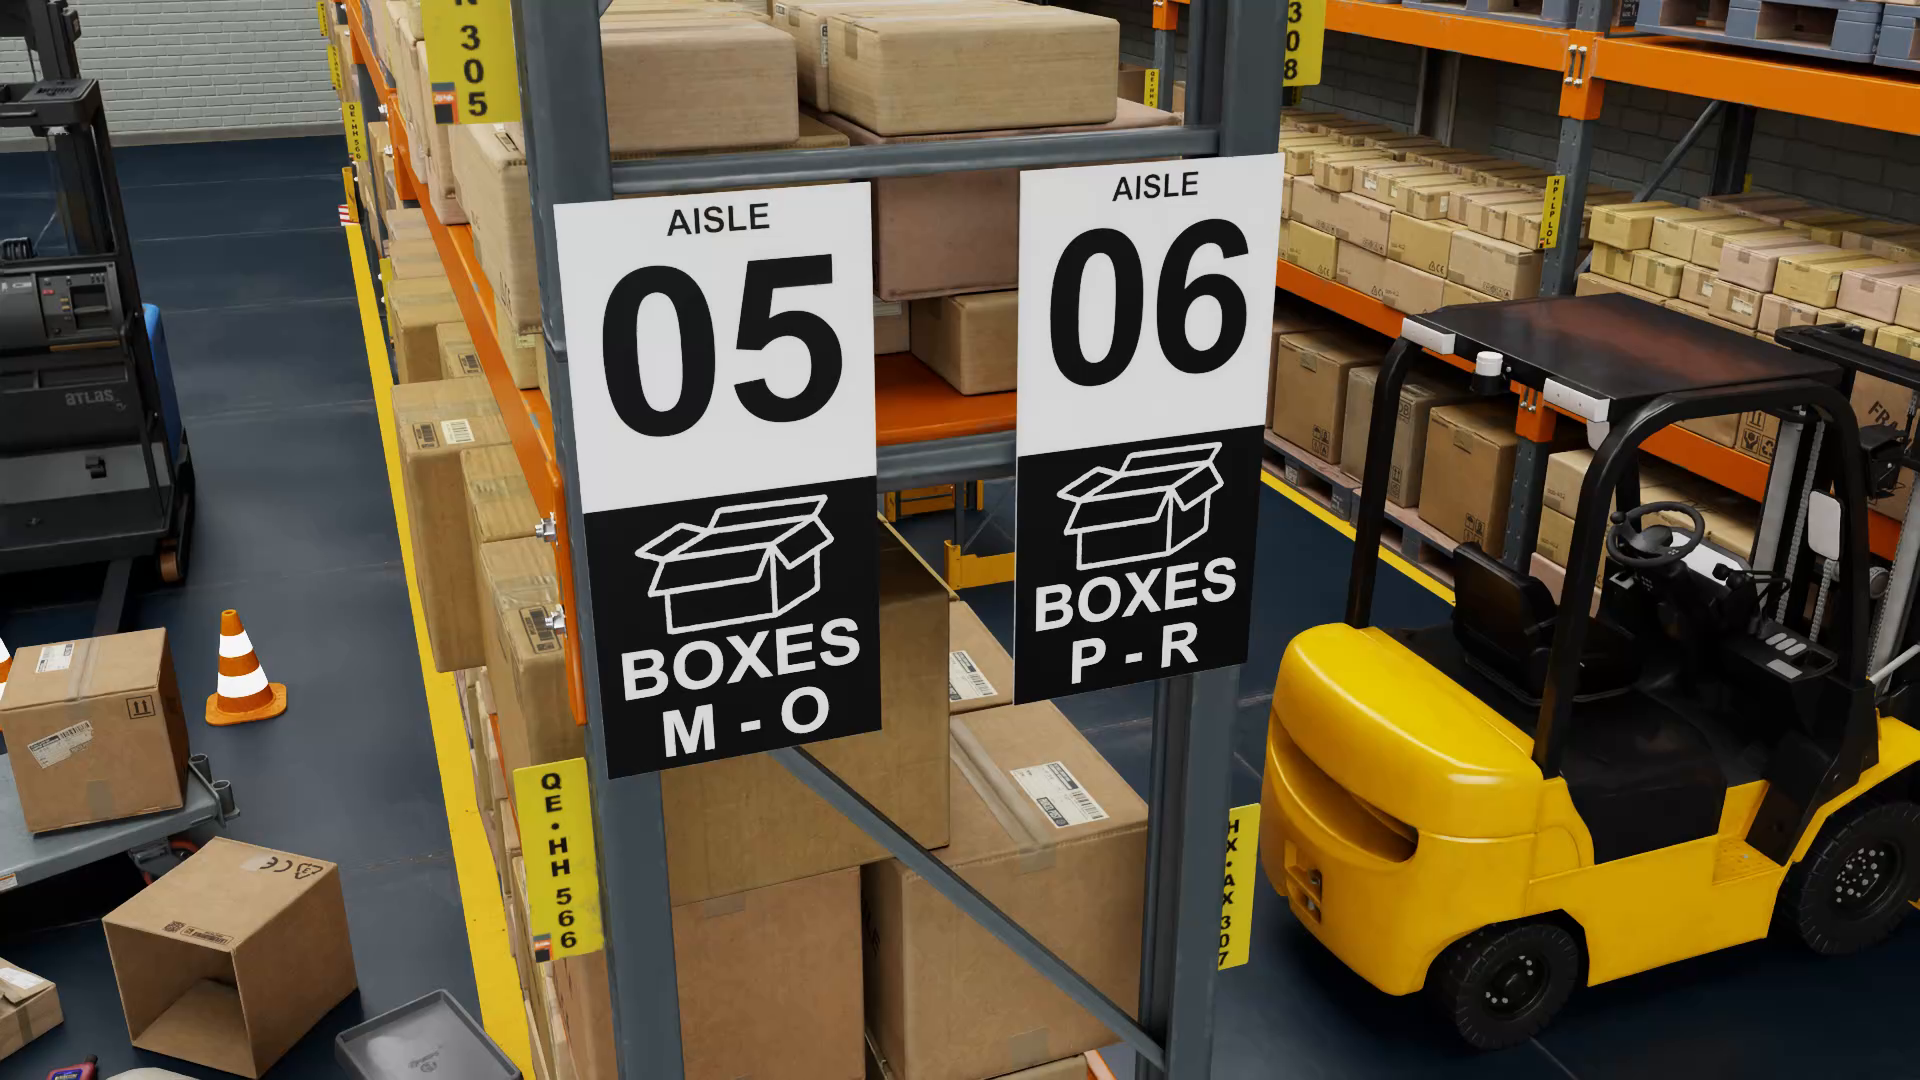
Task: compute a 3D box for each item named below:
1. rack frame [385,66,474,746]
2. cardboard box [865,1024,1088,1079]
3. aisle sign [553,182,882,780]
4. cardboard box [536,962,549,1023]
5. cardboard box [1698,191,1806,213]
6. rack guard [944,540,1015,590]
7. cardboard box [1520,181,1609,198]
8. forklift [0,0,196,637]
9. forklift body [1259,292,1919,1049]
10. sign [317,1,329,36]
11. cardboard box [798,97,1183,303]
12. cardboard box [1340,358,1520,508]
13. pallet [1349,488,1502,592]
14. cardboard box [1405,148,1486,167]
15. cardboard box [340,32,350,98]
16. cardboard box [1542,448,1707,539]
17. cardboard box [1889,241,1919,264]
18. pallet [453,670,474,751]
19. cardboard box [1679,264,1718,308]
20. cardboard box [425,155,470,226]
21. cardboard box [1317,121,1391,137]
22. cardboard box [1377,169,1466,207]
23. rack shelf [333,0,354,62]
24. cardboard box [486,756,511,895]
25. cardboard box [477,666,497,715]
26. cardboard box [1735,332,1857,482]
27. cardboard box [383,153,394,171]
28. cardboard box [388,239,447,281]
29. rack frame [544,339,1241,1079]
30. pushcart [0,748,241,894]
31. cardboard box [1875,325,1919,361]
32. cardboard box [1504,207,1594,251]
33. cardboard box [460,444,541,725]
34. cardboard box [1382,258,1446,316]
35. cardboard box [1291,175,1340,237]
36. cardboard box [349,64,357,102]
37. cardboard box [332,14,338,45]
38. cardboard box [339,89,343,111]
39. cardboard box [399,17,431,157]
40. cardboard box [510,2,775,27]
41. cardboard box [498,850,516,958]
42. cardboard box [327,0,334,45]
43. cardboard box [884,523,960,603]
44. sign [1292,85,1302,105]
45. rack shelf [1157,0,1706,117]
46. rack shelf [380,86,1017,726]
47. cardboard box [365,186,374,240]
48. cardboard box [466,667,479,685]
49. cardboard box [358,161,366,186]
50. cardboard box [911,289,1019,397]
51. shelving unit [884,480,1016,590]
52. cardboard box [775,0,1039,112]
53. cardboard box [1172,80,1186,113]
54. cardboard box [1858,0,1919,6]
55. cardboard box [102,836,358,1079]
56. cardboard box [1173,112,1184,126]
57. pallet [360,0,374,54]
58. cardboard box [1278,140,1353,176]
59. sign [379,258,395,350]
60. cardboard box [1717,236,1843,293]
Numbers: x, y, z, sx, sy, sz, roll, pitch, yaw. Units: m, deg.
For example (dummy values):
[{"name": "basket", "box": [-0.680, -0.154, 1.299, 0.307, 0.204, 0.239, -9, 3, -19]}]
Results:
[{"name": "rack frame", "box": [-1.462, -0.380, 6.288, 1.000, 3.000, 0.127, -8, 24, -19]}, {"name": "cardboard box", "box": [0.025, 1.038, 3.249, 0.380, 0.149, 0.250, -8, 24, -19]}, {"name": "aisle sign", "box": [-0.298, -0.062, 2.187, 0.394, 0.787, 0.004, -8, 24, -19]}, {"name": "cardboard box", "box": [-0.854, 1.032, 4.139, 0.380, 0.149, 0.250, -8, 24, -18]}, {"name": "cardboard box", "box": [3.576, -1.469, 7.528, 0.380, 0.149, 0.250, -8, 24, -19]}, {"name": "rack guard", "box": [0.203, 0.093, 8.706, 0.587, 0.250, 0.087, -8, 24, -19]}, {"name": "cardboard box", "box": [3.124, -1.760, 8.599, 0.380, 0.149, 0.250, -8, 24, -19]}, {"name": "forklift", "box": [-4.699, -1.171, 8.254, 1.130, 2.935, 3.031, -8, 24, -19]}, {"name": "forklift body", "box": [2.217, 0.344, 5.665, 2.313, 2.155, 1.214, -8, 24, -19]}, {"name": "sign", "box": [-6.222, -5.101, 16.274, 0.100, 0.325, 0.005, -8, 24, -19]}, {"name": "cardboard box", "box": [0.023, -0.596, 2.749, 0.500, 0.250, 0.500, -9, 24, -20]}, {"name": "cardboard box", "box": [2.719, -0.632, 9.405, 0.875, 0.625, 0.625, -9, 24, -20]}, {"name": "pallet", "box": [2.884, -0.039, 9.072, 1.003, 0.211, 1.213, -8, 24, -19]}, {"name": "cardboard box", "box": [2.762, -2.124, 9.464, 0.380, 0.149, 0.250, -8, 24, -19]}, {"name": "cardboard box", "box": [-4.196, -3.413, 12.069, 0.500, 0.500, 0.500, -8, 24, -19]}, {"name": "cardboard box", "box": [3.058, -0.230, 7.647, 0.500, 0.250, 0.500, -9, 24, -20]}, {"name": "cardboard box", "box": [3.952, -1.099, 6.648, 0.380, 0.149, 0.250, -9, 24, -20]}, {"name": "pallet", "box": [-1.738, 0.623, 7.501, 1.003, 0.211, 1.213, -8, 24, -19]}, {"name": "cardboard box", "box": [3.258, -1.070, 6.963, 0.380, 0.149, 0.250, -8, 24, -19]}, {"name": "cardboard box", "box": [-1.020, -0.836, 3.832, 0.380, 0.149, 0.250, -9, 24, -20]}, {"name": "cardboard box", "box": [2.455, -2.508, 10.375, 0.380, 0.149, 0.250, -9, 24, -20]}, {"name": "cardboard box", "box": [2.456, -1.869, 8.859, 0.380, 0.149, 0.250, -9, 24, -20]}, {"name": "rack shelf", "box": [-3.581, -3.610, 11.018, 1.077, 0.370, 4.000, -8, 24, -19]}, {"name": "cardboard box", "box": [-1.306, 0.793, 5.541, 0.500, 0.500, 0.500, -7, 24, -17]}, {"name": "cardboard box", "box": [-1.207, 0.361, 4.855, 0.380, 0.149, 0.250, -8, 24, -19]}, {"name": "cardboard box", "box": [3.473, -0.540, 6.541, 0.500, 0.500, 0.500, -9, 24, -20]}, {"name": "cardboard box", "box": [-2.548, -1.634, 8.212, 0.500, 0.500, 0.500, -8, 24, -18]}, {"name": "cardboard box", "box": [-1.349, -0.645, 5.120, 0.700, 0.500, 0.500, -8, 24, -19]}, {"name": "rack frame", "box": [-0.048, 1.074, 2.840, 1.000, 3.000, 0.127, -8, 24, -19]}, {"name": "pushcart", "box": [-3.577, 1.160, 6.012, 1.648, 0.377, 0.936, -18, 29, -37]}, {"name": "cardboard box", "box": [3.575, -0.690, 6.062, 0.380, 0.149, 0.250, -9, 24, -20]}, {"name": "cardboard box", "box": [2.852, -1.501, 7.984, 0.380, 0.149, 0.250, -7, 24, -17]}, {"name": "cardboard box", "box": [-0.605, 0.089, 3.377, 0.700, 0.500, 0.500, -8, 24, -18]}, {"name": "cardboard box", "box": [2.575, -1.322, 8.718, 0.500, 0.250, 0.500, -8, 24, -19]}, {"name": "cardboard box", "box": [2.244, -1.925, 9.505, 0.500, 0.250, 0.500, -8, 24, -18]}, {"name": "cardboard box", "box": [-3.491, -2.677, 10.323, 0.500, 0.500, 0.500, -8, 24, -18]}, {"name": "cardboard box", "box": [-4.713, -3.927, 13.288, 0.500, 0.500, 0.500, -9, 24, -19]}, {"name": "cardboard box", "box": [-5.432, -4.205, 15.235, 0.500, 0.500, 0.500, -8, 24, -19]}, {"name": "cardboard box", "box": [-1.026, -1.079, 3.897, 0.500, 0.250, 0.500, -8, 24, -18]}, {"name": "cardboard box", "box": [-0.499, -0.741, 2.582, 0.380, 0.149, 0.250, -8, 24, -18]}, {"name": "cardboard box", "box": [-1.307, 1.138, 5.688, 0.500, 0.250, 0.500, -7, 24, -16]}, {"name": "cardboard box", "box": [-5.419, -4.660, 15.029, 0.500, 0.500, 0.500, -9, 24, -19]}, {"name": "cardboard box", "box": [-0.323, 0.308, 4.146, 0.500, 0.500, 0.500, -9, 24, -20]}, {"name": "sign", "box": [2.286, -3.126, 11.315, 0.100, 0.325, 0.005, -8, 24, -19]}, {"name": "rack shelf", "box": [2.474, -2.839, 9.189, 1.077, 0.370, 4.000, -8, 24, -19]}, {"name": "rack shelf", "box": [-0.755, -0.704, 4.121, 1.077, 0.370, 4.000, -8, 24, -19]}, {"name": "cardboard box", "box": [-3.491, -2.095, 10.553, 0.500, 0.250, 0.500, -8, 24, -18]}, {"name": "cardboard box", "box": [-1.518, 0.355, 5.746, 0.380, 0.149, 0.250, -8, 24, -18]}, {"name": "cardboard box", "box": [-3.668, -2.504, 10.879, 0.500, 0.250, 0.500, -9, 24, -20]}, {"name": "cardboard box", "box": [0.138, -0.358, 2.698, 0.380, 0.149, 0.250, -8, 24, -19]}, {"name": "shelving unit", "box": [0.027, -0.663, 8.893, 0.587, 1.500, 1.083, -8, 24, -19]}, {"name": "cardboard box", "box": [-0.087, -0.807, 2.736, 0.380, 0.149, 0.250, -8, 24, -19]}, {"name": "cardboard box", "box": [1.732, -2.963, 11.749, 0.500, 0.500, 0.500, -7, 24, -17]}, {"name": "cardboard box", "box": [3.421, -2.041, 5.872, 0.396, 0.266, 0.258, -9, 24, -20]}, {"name": "cardboard box", "box": [-2.356, 1.347, 5.407, 0.500, 0.500, 0.500, 8, 24, 18]}, {"name": "cardboard box", "box": [1.605, -2.704, 10.840, 0.380, 0.149, 0.250, -8, 24, -17]}, {"name": "pallet", "box": [-1.949, -2.291, 7.202, 1.213, 0.211, 1.003, -8, 24, -19]}, {"name": "cardboard box", "box": [2.071, -2.237, 9.731, 0.380, 0.149, 0.250, -8, 24, -18]}, {"name": "sign", "box": [-1.979, -0.836, 5.880, 0.100, 0.325, 0.005, -8, 24, -19]}, {"name": "cardboard box", "box": [3.286, -1.106, 6.665, 0.380, 0.149, 0.250, -8, 24, -18]}]
